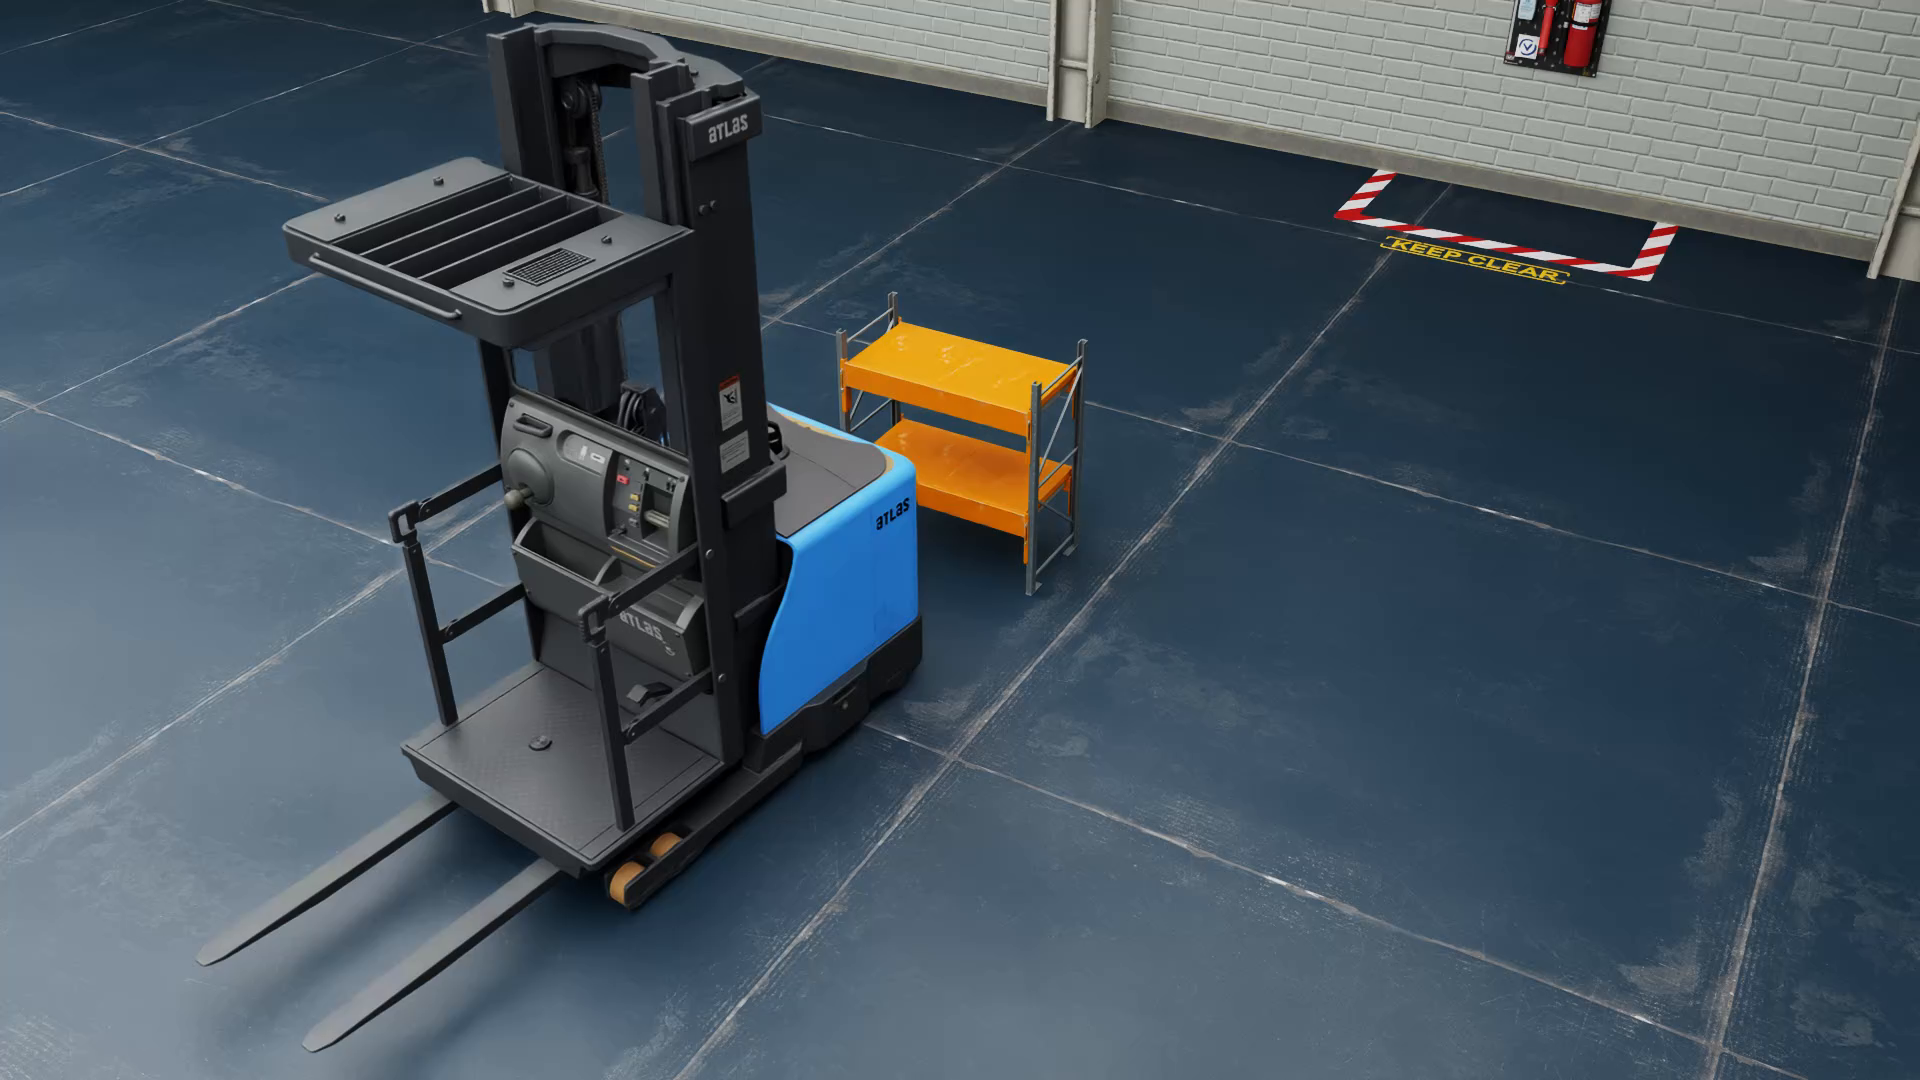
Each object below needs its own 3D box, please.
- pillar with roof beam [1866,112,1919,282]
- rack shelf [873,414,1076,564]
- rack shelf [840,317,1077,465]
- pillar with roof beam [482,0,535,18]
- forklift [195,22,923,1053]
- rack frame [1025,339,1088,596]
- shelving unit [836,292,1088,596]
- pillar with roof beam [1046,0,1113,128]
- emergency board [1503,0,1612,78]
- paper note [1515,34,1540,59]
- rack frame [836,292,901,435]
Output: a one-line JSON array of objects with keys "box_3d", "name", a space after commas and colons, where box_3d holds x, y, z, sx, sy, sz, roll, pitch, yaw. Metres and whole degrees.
[{"box_3d": [4.010, -3.403, 5.242, 0.400, 9.000, 9.100, 18, 37, 24], "name": "pillar with roof beam"}, {"box_3d": [0.006, -0.263, 8.071, 1.000, 0.278, 0.538, 18, 37, 24], "name": "rack shelf"}, {"box_3d": [0.006, -0.710, 7.773, 1.000, 0.278, 0.538, 18, 37, 24], "name": "rack shelf"}, {"box_3d": [-6.408, -6.703, 10.198, 0.400, 9.000, 9.100, 18, 37, 24], "name": "pillar with roof beam"}, {"box_3d": [-1.450, -0.162, 5.849, 1.130, 2.935, 3.031, 23, 40, 30], "name": "forklift"}, {"box_3d": [0.447, -0.327, 7.725, 0.032, 1.125, 0.500, 18, 37, 24], "name": "rack frame"}, {"box_3d": [0.006, -0.466, 7.935, 1.048, 1.125, 0.538, 18, 37, 24], "name": "shelving unit"}, {"box_3d": [-1.199, -5.053, 7.720, 0.400, 9.000, 9.100, 18, 37, 24], "name": "pillar with roof beam"}, {"box_3d": [4.020, -3.676, 11.064, 0.643, 1.169, 0.194, 18, 37, 24], "name": "emergency board"}, {"box_3d": [3.900, -3.391, 11.431, 0.142, 0.148, 0.016, 18, 37, 24], "name": "paper note"}, {"box_3d": [-0.435, -0.606, 8.145, 0.032, 1.125, 0.500, 18, 37, 24], "name": "rack frame"}]
